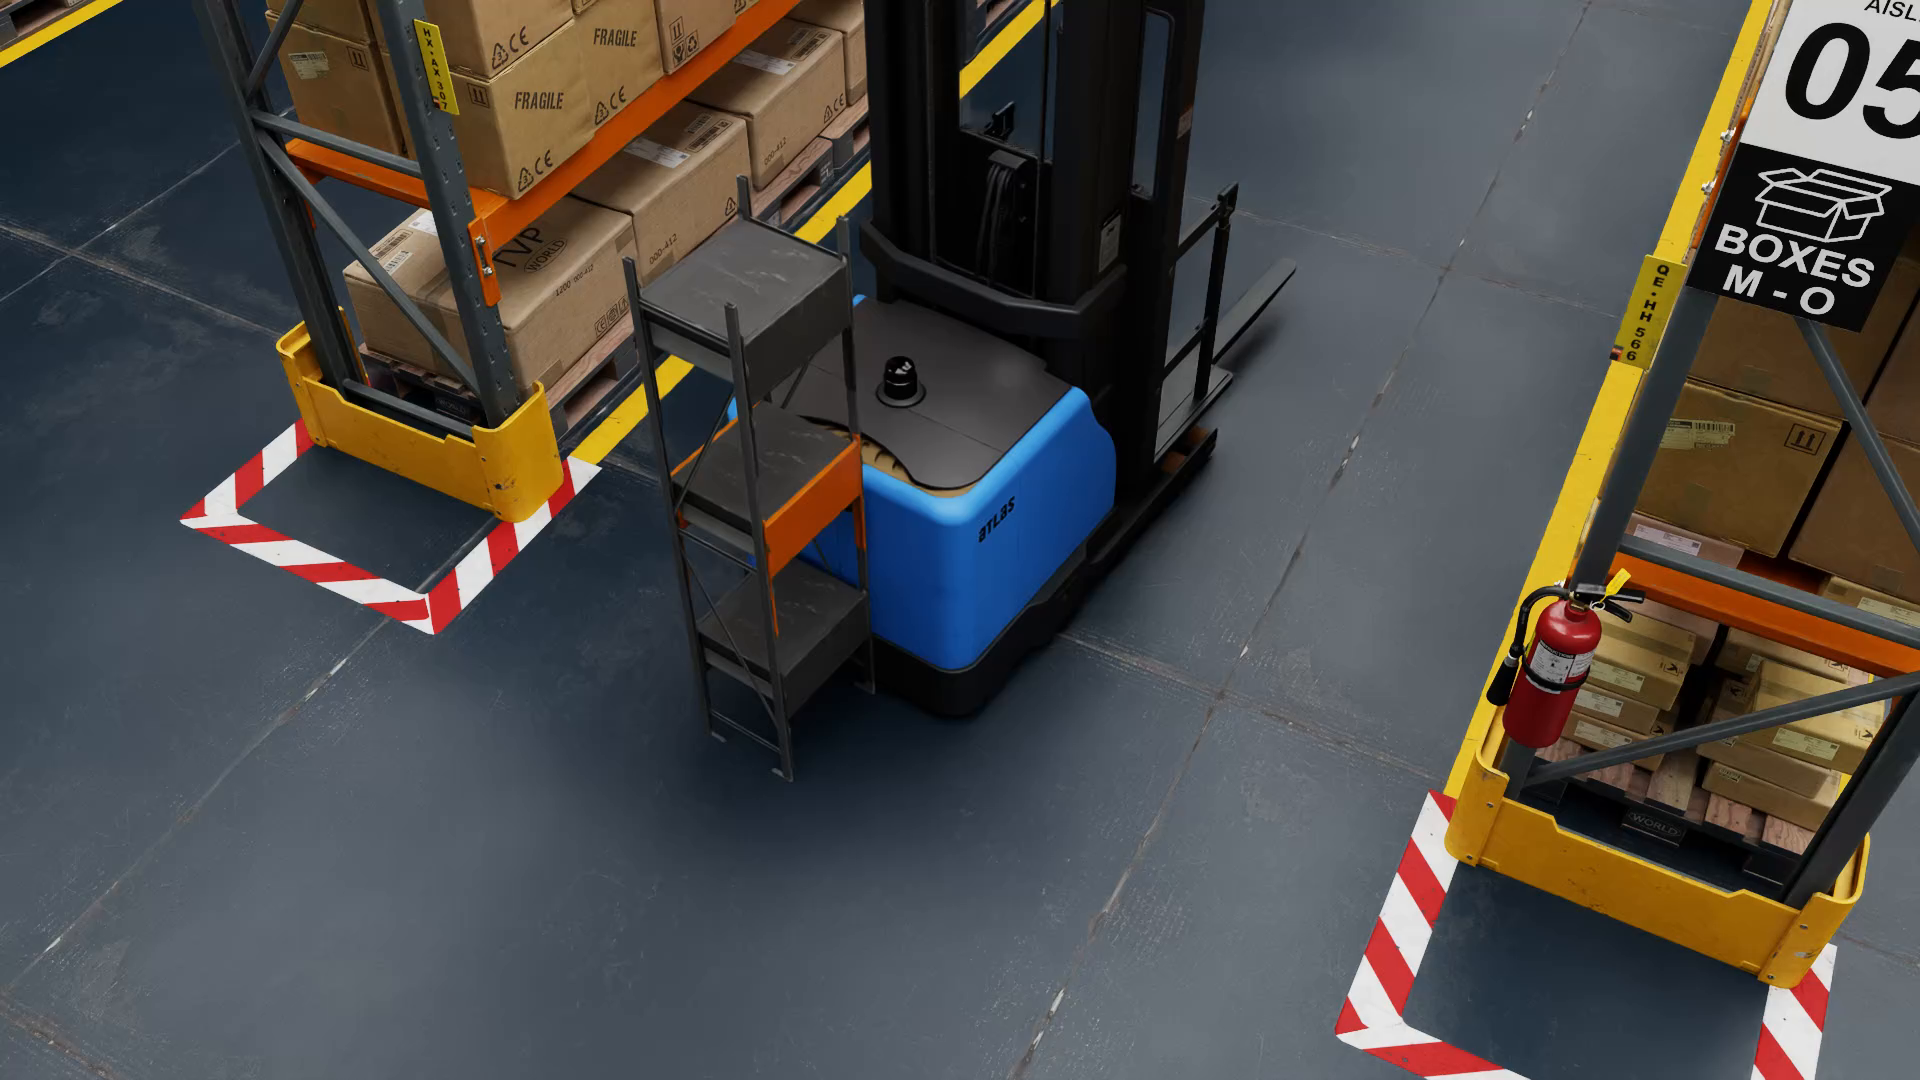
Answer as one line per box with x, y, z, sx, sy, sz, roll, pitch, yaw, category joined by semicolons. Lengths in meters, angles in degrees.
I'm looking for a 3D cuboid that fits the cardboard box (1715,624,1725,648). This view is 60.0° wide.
2.886;0.315;5.830;0.380;0.149;0.250;21;49;20;cardboard box

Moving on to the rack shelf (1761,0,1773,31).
4.989;-3.379;8.487;1.077;0.370;4.000;20;49;19;rack shelf

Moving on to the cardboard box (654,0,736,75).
-1.289;-2.308;6.852;0.500;0.500;0.500;20;49;19;cardboard box

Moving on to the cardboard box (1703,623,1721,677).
2.888;0.427;5.928;0.380;0.149;0.250;21;49;19;cardboard box

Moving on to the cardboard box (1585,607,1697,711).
2.225;0.376;5.561;0.380;0.149;0.250;21;49;19;cardboard box

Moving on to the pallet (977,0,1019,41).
-0.080;-3.474;10.035;1.003;0.211;1.213;20;49;19;pallet

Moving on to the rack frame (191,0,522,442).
-2.228;-1.423;6.048;1.000;3.000;0.127;20;49;19;rack frame

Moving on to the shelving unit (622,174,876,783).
-0.622;-0.103;5.376;0.431;2.100;0.503;26;51;24;shelving unit

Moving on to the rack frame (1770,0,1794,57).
2.203;-1.961;2.361;1.000;3.000;0.127;20;49;19;rack frame

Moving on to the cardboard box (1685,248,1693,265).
2.428;-0.683;5.037;0.500;0.500;0.500;20;49;18;cardboard box

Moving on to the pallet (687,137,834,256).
-1.359;-1.738;8.319;1.003;0.211;1.213;20;49;19;pallet

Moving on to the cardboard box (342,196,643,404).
-2.010;-1.119;7.253;0.875;0.438;0.875;19;48;18;cardboard box

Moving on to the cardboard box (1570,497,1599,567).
2.400;0.031;5.901;0.380;0.149;0.250;19;48;18;cardboard box

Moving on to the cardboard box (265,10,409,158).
-2.238;-1.850;6.399;0.500;0.500;0.500;21;49;19;cardboard box

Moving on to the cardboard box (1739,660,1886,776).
2.747;0.575;5.364;0.380;0.149;0.250;18;48;17;cardboard box

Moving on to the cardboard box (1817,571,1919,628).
2.644;0.140;4.679;0.380;0.149;0.250;20;49;19;cardboard box

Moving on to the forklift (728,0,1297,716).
0.431;-1.412;6.085;1.130;2.935;3.031;26;51;24;forklift

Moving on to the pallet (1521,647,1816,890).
2.647;0.580;6.029;1.003;0.211;1.213;20;49;19;pallet

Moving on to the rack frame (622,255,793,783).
-0.760;0.040;5.235;0.400;2.100;0.015;26;51;24;rack frame

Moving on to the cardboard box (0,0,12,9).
-5.827;-3.208;9.274;0.700;0.500;0.500;22;49;21;cardboard box

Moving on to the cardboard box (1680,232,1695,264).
3.483;-1.227;7.563;0.380;0.149;0.250;22;49;20;cardboard box

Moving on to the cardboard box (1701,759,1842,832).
2.730;0.778;5.582;0.380;0.149;0.250;21;49;20;cardboard box

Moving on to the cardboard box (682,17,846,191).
-1.173;-2.266;8.386;0.875;0.438;0.875;19;48;18;cardboard box

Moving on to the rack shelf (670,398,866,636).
-0.622;-0.094;5.385;0.431;0.518;0.480;26;51;24;rack shelf

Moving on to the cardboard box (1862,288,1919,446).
2.647;-0.539;4.191;0.500;0.500;0.500;20;49;19;cardboard box

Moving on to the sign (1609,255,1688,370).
1.721;-0.566;4.165;0.100;0.325;0.005;20;49;19;sign

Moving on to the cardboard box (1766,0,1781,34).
2.907;-1.698;5.337;0.500;0.500;0.500;19;48;18;cardboard box

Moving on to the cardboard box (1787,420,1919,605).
2.656;-0.184;4.543;0.500;0.500;0.500;23;50;21;cardboard box

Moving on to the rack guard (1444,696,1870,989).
2.239;0.978;5.432;1.175;0.500;0.348;20;49;19;rack guard

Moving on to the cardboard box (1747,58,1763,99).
2.431;-1.033;4.680;0.500;0.500;0.500;19;48;18;cardboard box

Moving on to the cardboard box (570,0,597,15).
-1.519;-2.346;6.186;0.500;0.500;0.500;19;48;18;cardboard box

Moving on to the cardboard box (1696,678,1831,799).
2.674;0.652;5.496;0.380;0.149;0.250;22;49;21;cardboard box

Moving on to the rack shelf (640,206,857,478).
-0.622;-0.586;4.888;0.431;0.518;0.480;26;51;24;rack shelf

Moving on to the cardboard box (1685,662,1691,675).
2.365;0.324;5.821;0.380;0.149;0.250;19;48;18;cardboard box

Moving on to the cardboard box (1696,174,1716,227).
2.895;-1.316;5.663;0.500;0.500;0.500;23;50;21;cardboard box

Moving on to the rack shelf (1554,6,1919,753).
3.132;-0.860;5.996;1.077;0.370;4.000;20;49;19;rack shelf

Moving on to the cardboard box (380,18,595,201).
-1.751;-1.666;6.217;0.500;0.500;0.500;20;49;19;cardboard box
